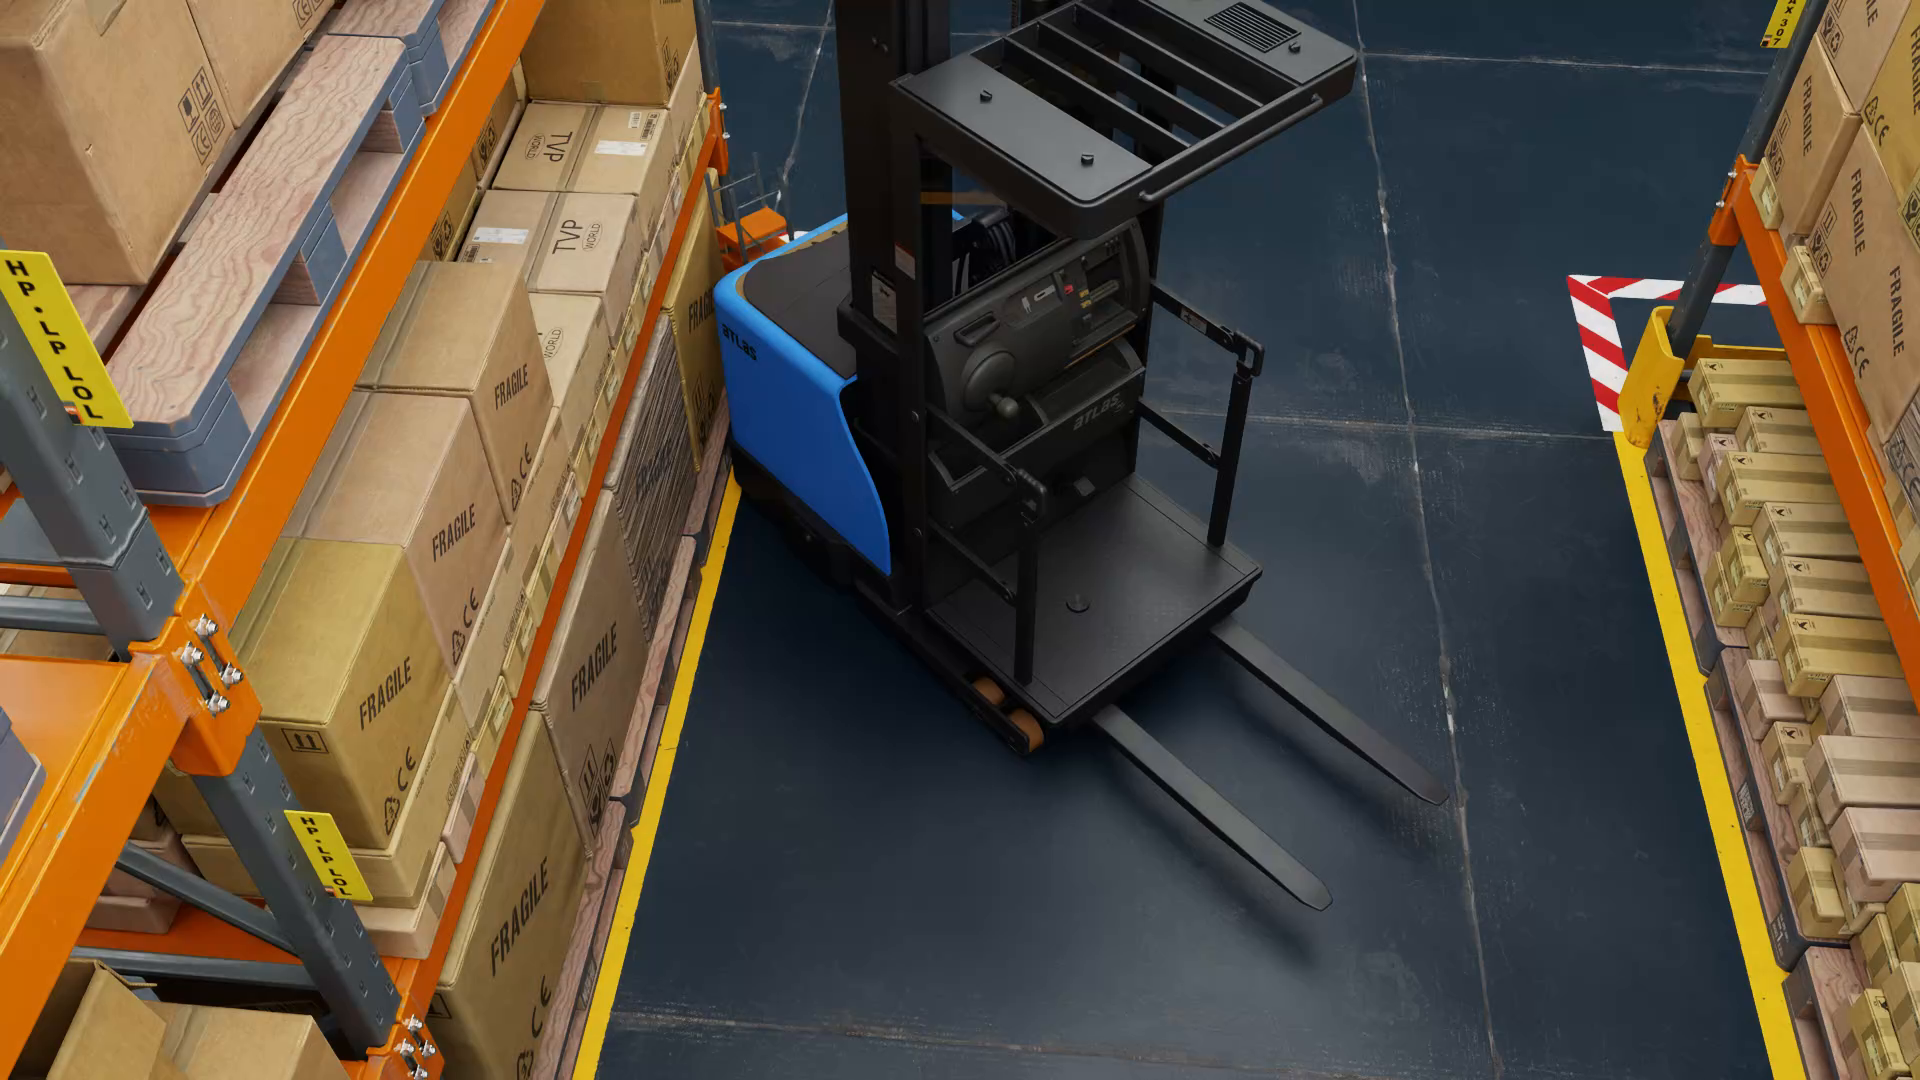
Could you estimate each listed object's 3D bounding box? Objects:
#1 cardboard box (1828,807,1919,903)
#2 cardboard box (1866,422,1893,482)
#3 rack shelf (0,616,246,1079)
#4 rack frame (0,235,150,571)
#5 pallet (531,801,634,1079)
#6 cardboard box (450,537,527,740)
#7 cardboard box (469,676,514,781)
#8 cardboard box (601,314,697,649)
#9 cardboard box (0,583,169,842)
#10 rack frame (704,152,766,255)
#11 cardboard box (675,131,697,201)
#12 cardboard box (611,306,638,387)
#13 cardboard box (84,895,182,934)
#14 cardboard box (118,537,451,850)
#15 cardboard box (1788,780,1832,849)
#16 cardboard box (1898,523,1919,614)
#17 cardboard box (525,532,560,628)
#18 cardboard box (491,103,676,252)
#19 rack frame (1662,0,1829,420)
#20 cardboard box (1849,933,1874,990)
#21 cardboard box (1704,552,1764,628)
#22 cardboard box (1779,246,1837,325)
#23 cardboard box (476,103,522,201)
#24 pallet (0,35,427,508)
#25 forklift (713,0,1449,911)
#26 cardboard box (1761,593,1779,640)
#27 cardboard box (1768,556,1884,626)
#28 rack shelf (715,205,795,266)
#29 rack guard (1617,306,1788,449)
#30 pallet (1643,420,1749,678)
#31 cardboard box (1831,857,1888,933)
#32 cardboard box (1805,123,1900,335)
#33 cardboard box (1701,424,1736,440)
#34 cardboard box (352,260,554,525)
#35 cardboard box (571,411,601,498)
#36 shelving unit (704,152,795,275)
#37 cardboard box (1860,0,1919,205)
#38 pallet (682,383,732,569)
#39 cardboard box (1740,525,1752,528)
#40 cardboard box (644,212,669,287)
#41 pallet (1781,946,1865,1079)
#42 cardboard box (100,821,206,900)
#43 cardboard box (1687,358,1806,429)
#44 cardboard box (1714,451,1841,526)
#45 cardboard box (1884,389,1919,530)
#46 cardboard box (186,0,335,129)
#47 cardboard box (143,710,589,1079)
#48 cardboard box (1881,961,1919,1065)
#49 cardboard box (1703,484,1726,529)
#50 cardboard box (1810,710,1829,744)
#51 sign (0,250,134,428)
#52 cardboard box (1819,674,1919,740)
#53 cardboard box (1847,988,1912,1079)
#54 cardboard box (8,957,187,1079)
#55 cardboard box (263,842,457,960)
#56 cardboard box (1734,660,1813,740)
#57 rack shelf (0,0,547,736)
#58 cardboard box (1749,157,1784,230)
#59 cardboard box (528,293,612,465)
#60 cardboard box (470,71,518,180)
[{"bbox_3d":[2.906,0.966,5.078,0.380,0.149,0.250,2,48,2],"label":"cardboard box"},{"bbox_3d":[3.061,-0.289,5.151,0.380,0.149,0.250,3,48,3],"label":"cardboard box"},{"bbox_3d":[-2.013,1.682,1.634,1.077,0.370,4.000,4,48,4],"label":"rack shelf"},{"bbox_3d":[-1.831,-1.043,1.606,1.000,3.000,0.127,4,48,4],"label":"rack frame"},{"bbox_3d":[-1.683,1.369,5.355,1.003,0.211,1.213,4,48,4],"label":"pallet"},{"bbox_3d":[-1.477,0.239,4.399,0.500,0.250,0.500,4,48,3],"label":"cardboard box"},{"bbox_3d":[-1.425,0.485,4.444,0.380,0.149,0.250,5,48,5],"label":"cardboard box"},{"bbox_3d":[-1.528,-0.238,6.090,0.875,0.875,0.875,4,48,4],"label":"cardboard box"},{"bbox_3d":[-2.055,0.323,3.814,0.500,0.500,0.500,5,48,5],"label":"cardboard box"},{"bbox_3d":[-0.839,-1.016,6.874,0.240,1.200,0.006,-30,45,-25],"label":"rack frame"},{"bbox_3d":[-1.193,-1.398,6.166,0.380,0.149,0.250,4,48,4],"label":"cardboard box"},{"bbox_3d":[-1.285,-0.648,5.480,0.380,0.149,0.250,4,48,4],"label":"cardboard box"},{"bbox_3d":[-2.129,0.820,4.137,0.380,0.149,0.250,4,48,4],"label":"cardboard box"},{"bbox_3d":[-1.532,0.344,3.795,0.500,0.500,0.500,4,48,4],"label":"cardboard box"},{"bbox_3d":[2.981,0.951,5.495,0.380,0.149,0.250,5,48,4],"label":"cardboard box"},{"bbox_3d":[2.963,0.095,4.801,0.380,0.149,0.250,5,48,4],"label":"cardboard box"},{"bbox_3d":[-1.380,0.103,4.793,0.380,0.149,0.250,3,48,3],"label":"cardboard box"},{"bbox_3d":[-1.293,-1.261,5.771,0.500,0.250,0.500,3,48,3],"label":"cardboard box"},{"bbox_3d":[3.464,-1.550,6.135,1.000,3.000,0.127,4,48,4],"label":"rack frame"},{"bbox_3d":[3.008,1.329,5.149,0.380,0.149,0.250,3,48,3],"label":"cardboard box"},{"bbox_3d":[3.007,0.195,6.186,0.380,0.149,0.250,4,48,4],"label":"cardboard box"},{"bbox_3d":[3.048,-0.865,5.679,0.380,0.149,0.250,3,48,2],"label":"cardboard box"},{"bbox_3d":[-1.820,-1.291,5.798,0.500,0.250,0.500,3,48,3],"label":"cardboard box"},{"bbox_3d":[-1.746,-0.601,3.295,1.003,0.211,1.213,4,48,4],"label":"pallet"},{"bbox_3d":[0.414,-0.643,5.352,1.130,2.935,3.031,-33,56,-27],"label":"forklift"},{"bbox_3d":[3.084,0.304,5.885,0.380,0.149,0.250,2,48,2],"label":"cardboard box"},{"bbox_3d":[3.047,0.210,5.769,0.380,0.149,0.250,6,48,5],"label":"cardboard box"},{"bbox_3d":[-0.814,-1.211,6.611,0.258,0.103,0.180,-30,45,-25],"label":"rack shelf"},{"bbox_3d":[3.457,-0.651,7.006,1.175,0.500,0.348,4,48,4],"label":"rack guard"},{"bbox_3d":[3.348,0.042,6.569,1.003,0.211,1.213,4,48,4],"label":"pallet"},{"bbox_3d":[2.955,1.092,5.164,0.380,0.149,0.250,5,48,4],"label":"cardboard box"},{"bbox_3d":[3.125,-0.978,5.342,0.500,0.500,0.500,4,48,4],"label":"cardboard box"},{"bbox_3d":[3.161,-0.462,6.586,0.380,0.149,0.250,6,48,5],"label":"cardboard box"},{"bbox_3d":[-1.437,-0.400,4.475,0.500,0.500,0.500,3,48,2],"label":"cardboard box"},{"bbox_3d":[-1.332,-0.274,5.138,0.380,0.149,0.250,3,48,2],"label":"cardboard box"},{"bbox_3d":[-0.784,-0.972,6.815,0.258,1.200,0.189,-30,45,-25],"label":"shelving unit"},{"bbox_3d":[3.119,-1.338,4.994,0.500,0.500,0.500,5,48,5],"label":"cardboard box"},{"bbox_3d":[-1.461,-0.424,6.995,1.003,0.211,1.213,4,48,4],"label":"pallet"},{"bbox_3d":[3.145,-0.079,6.235,0.380,0.149,0.250,4,48,4],"label":"cardboard box"},{"bbox_3d":[-1.241,-1.029,5.829,0.380,0.149,0.250,5,48,4],"label":"cardboard box"},{"bbox_3d":[3.125,1.835,4.929,1.003,0.211,1.213,4,48,4],"label":"pallet"},{"bbox_3d":[-2.052,0.590,4.078,0.500,0.250,0.500,3,48,3],"label":"cardboard box"},{"bbox_3d":[3.078,-0.568,6.481,0.380,0.149,0.250,2,48,2],"label":"cardboard box"},{"bbox_3d":[3.022,-0.181,6.127,0.380,0.149,0.250,4,48,3],"label":"cardboard box"},{"bbox_3d":[3.027,-0.244,4.671,0.500,0.500,0.500,3,48,3],"label":"cardboard box"},{"bbox_3d":[-1.766,-1.214,3.375,0.700,0.500,0.500,6,48,6],"label":"cardboard box"},{"bbox_3d":[-1.691,1.077,4.887,0.875,0.875,0.875,4,48,4],"label":"cardboard box"},{"bbox_3d":[2.872,1.356,4.721,0.380,0.149,0.250,3,48,3],"label":"cardboard box"},{"bbox_3d":[3.155,-0.168,6.518,0.380,0.149,0.250,4,48,3],"label":"cardboard box"},{"bbox_3d":[3.066,0.704,5.519,0.380,0.149,0.250,6,48,5],"label":"cardboard box"},{"bbox_3d":[-1.289,-0.282,2.379,0.100,0.325,0.005,4,48,4],"label":"sign"},{"bbox_3d":[3.050,0.591,5.421,0.380,0.149,0.250,4,48,4],"label":"cardboard box"},{"bbox_3d":[2.831,1.459,4.829,0.380,0.149,0.250,2,48,2],"label":"cardboard box"},{"bbox_3d":[-1.881,1.079,2.983,0.797,0.503,0.637,3,48,3],"label":"cardboard box"},{"bbox_3d":[-1.472,0.871,4.091,0.380,0.149,0.250,4,48,4],"label":"cardboard box"},{"bbox_3d":[2.969,0.566,5.847,0.380,0.149,0.250,2,48,2],"label":"cardboard box"},{"bbox_3d":[-1.648,-1.258,4.322,1.077,0.370,4.000,4,48,4],"label":"rack shelf"},{"bbox_3d":[3.108,-1.249,6.030,0.380,0.149,0.250,4,48,3],"label":"cardboard box"},{"bbox_3d":[-1.382,-0.504,5.078,0.500,0.250,0.500,4,48,4],"label":"cardboard box"},{"bbox_3d":[-1.824,-1.559,5.535,0.500,0.500,0.500,3,48,3],"label":"cardboard box"}]
